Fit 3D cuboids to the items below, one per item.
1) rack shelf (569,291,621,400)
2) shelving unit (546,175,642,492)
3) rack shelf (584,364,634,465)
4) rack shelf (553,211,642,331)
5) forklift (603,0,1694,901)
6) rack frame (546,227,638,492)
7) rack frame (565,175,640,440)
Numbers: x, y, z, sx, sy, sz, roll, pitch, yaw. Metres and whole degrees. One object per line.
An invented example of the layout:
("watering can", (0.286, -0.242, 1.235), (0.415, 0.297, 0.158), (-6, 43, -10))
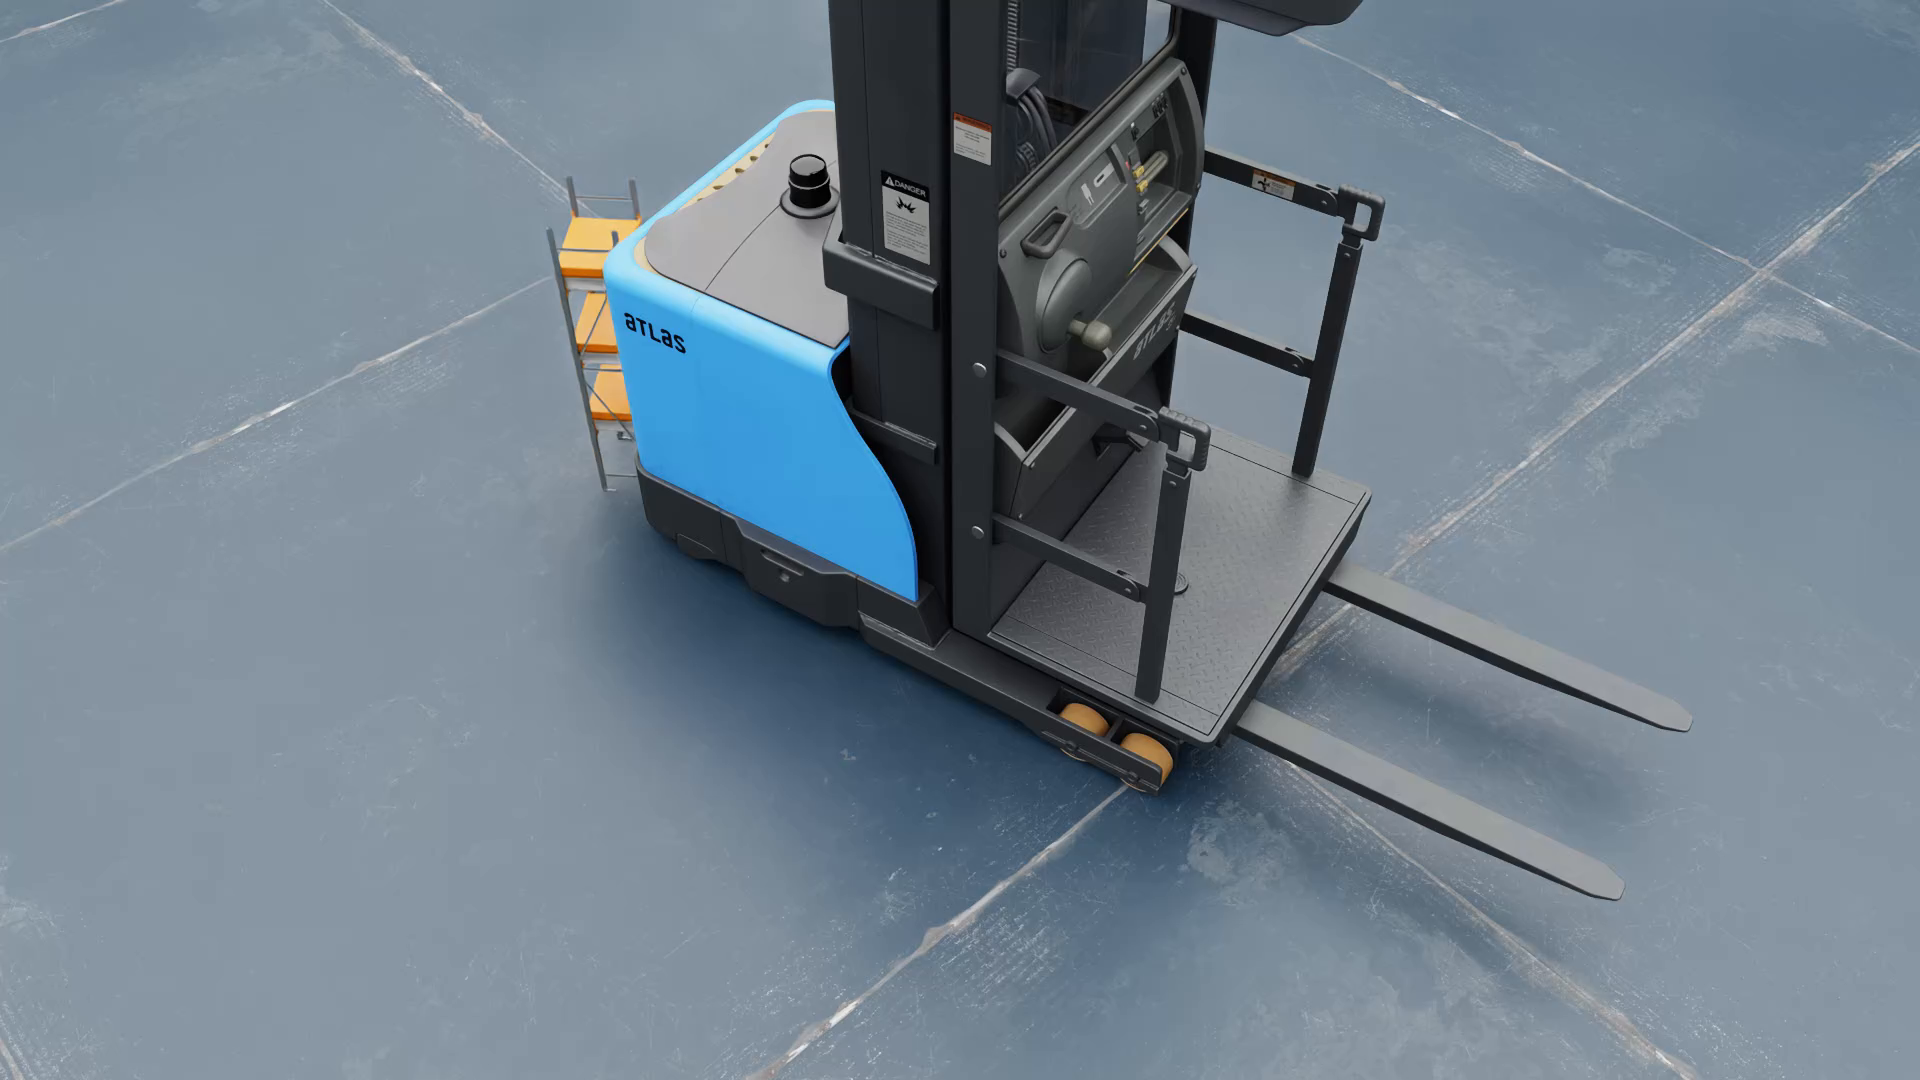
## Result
("rack shelf", (-1.047, -0.591, 5.093), (0.215, 0.259, 0.240), (3, 48, 2))
("shelving unit", (-1.047, -0.598, 5.085), (0.215, 1.050, 0.252), (3, 48, 2))
("rack shelf", (-1.050, -0.404, 5.298), (0.215, 0.259, 0.240), (3, 48, 2))
("rack shelf", (-1.045, -0.782, 4.883), (0.215, 0.259, 0.240), (3, 48, 2))
("forklift", (0.531, -0.748, 3.946), (3.031, 2.935, 1.130), (25, 52, 21))
("rack frame", (-1.055, -0.508, 5.003), (0.200, 1.050, 0.008), (3, 48, 2))
("rack frame", (-1.040, -0.688, 5.167), (0.200, 1.050, 0.008), (3, 48, 2))
